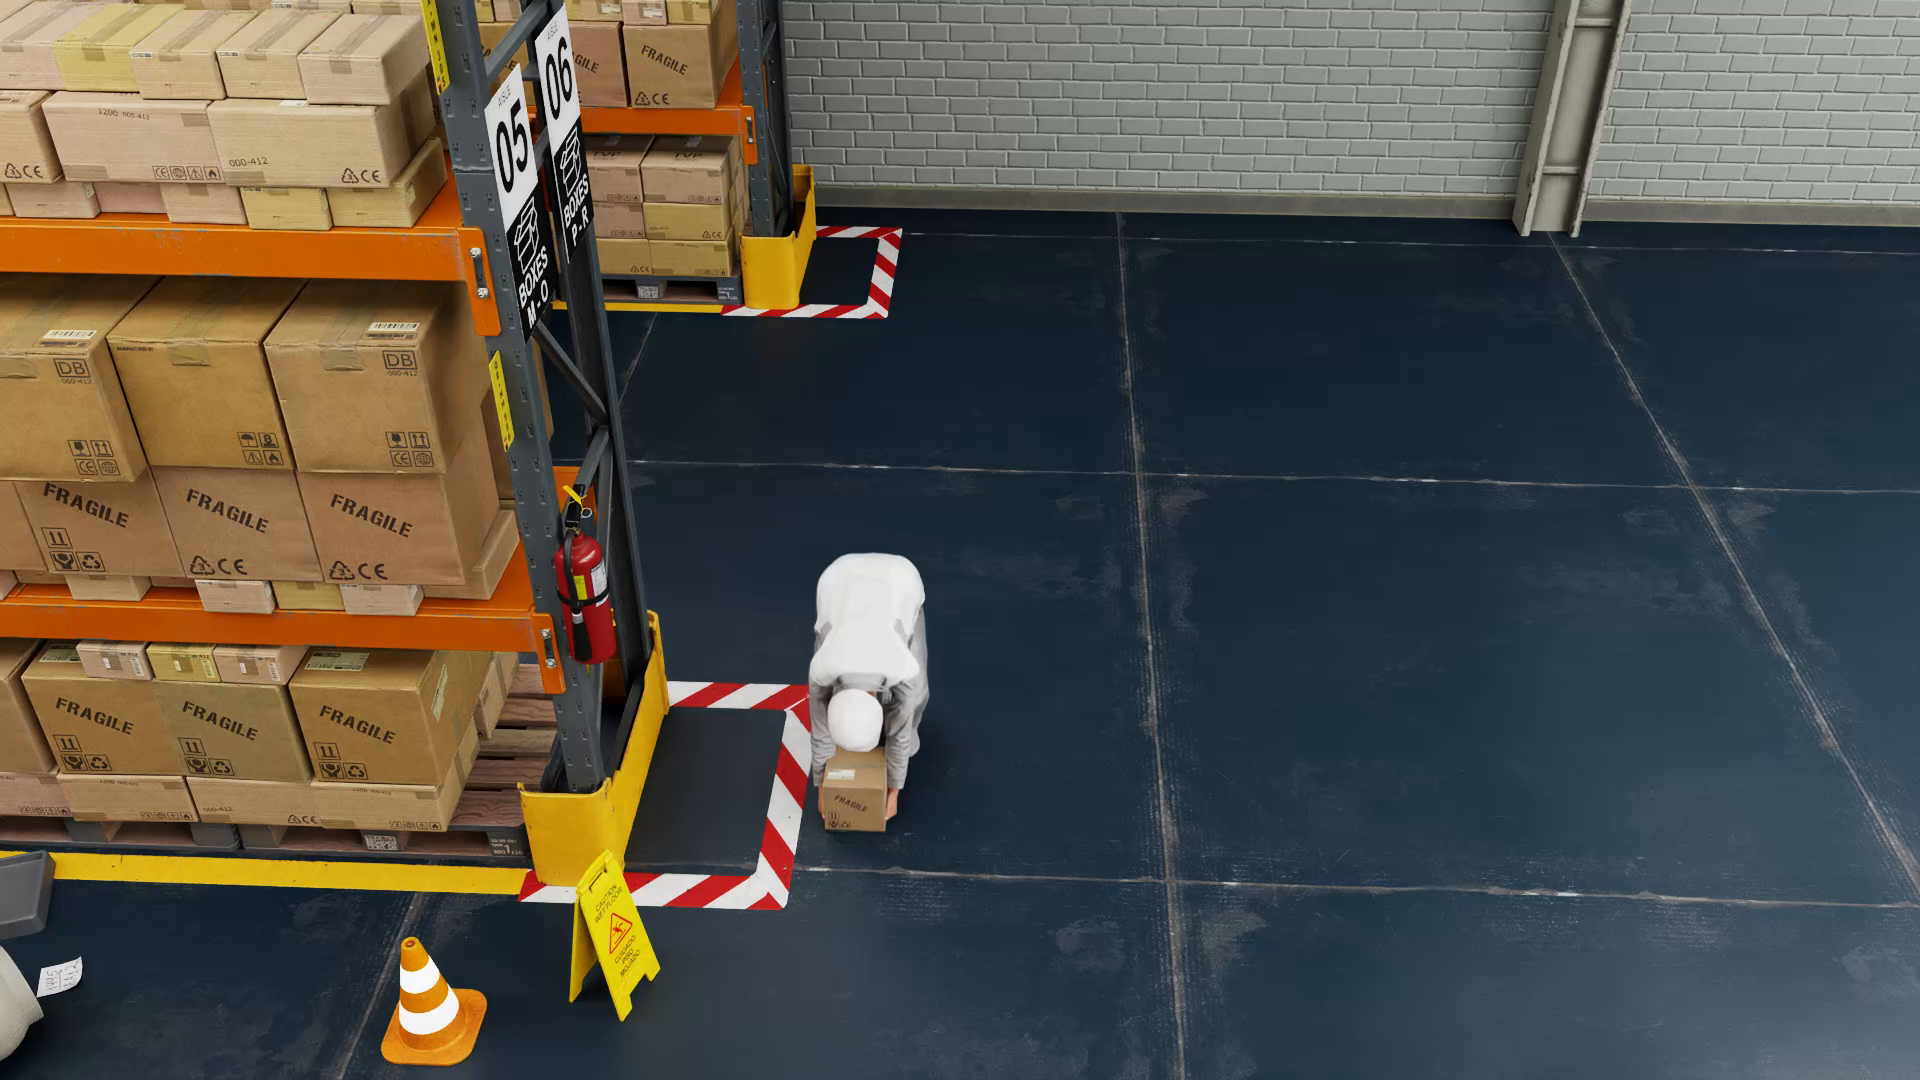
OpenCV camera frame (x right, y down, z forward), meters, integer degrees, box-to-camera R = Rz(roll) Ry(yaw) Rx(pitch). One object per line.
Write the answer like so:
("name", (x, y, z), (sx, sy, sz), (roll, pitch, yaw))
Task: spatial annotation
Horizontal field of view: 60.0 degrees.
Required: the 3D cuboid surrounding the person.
("person", (-0.386, 0.614, 6.985), (0.511, 0.915, 1.000), (3, 36, 4))
